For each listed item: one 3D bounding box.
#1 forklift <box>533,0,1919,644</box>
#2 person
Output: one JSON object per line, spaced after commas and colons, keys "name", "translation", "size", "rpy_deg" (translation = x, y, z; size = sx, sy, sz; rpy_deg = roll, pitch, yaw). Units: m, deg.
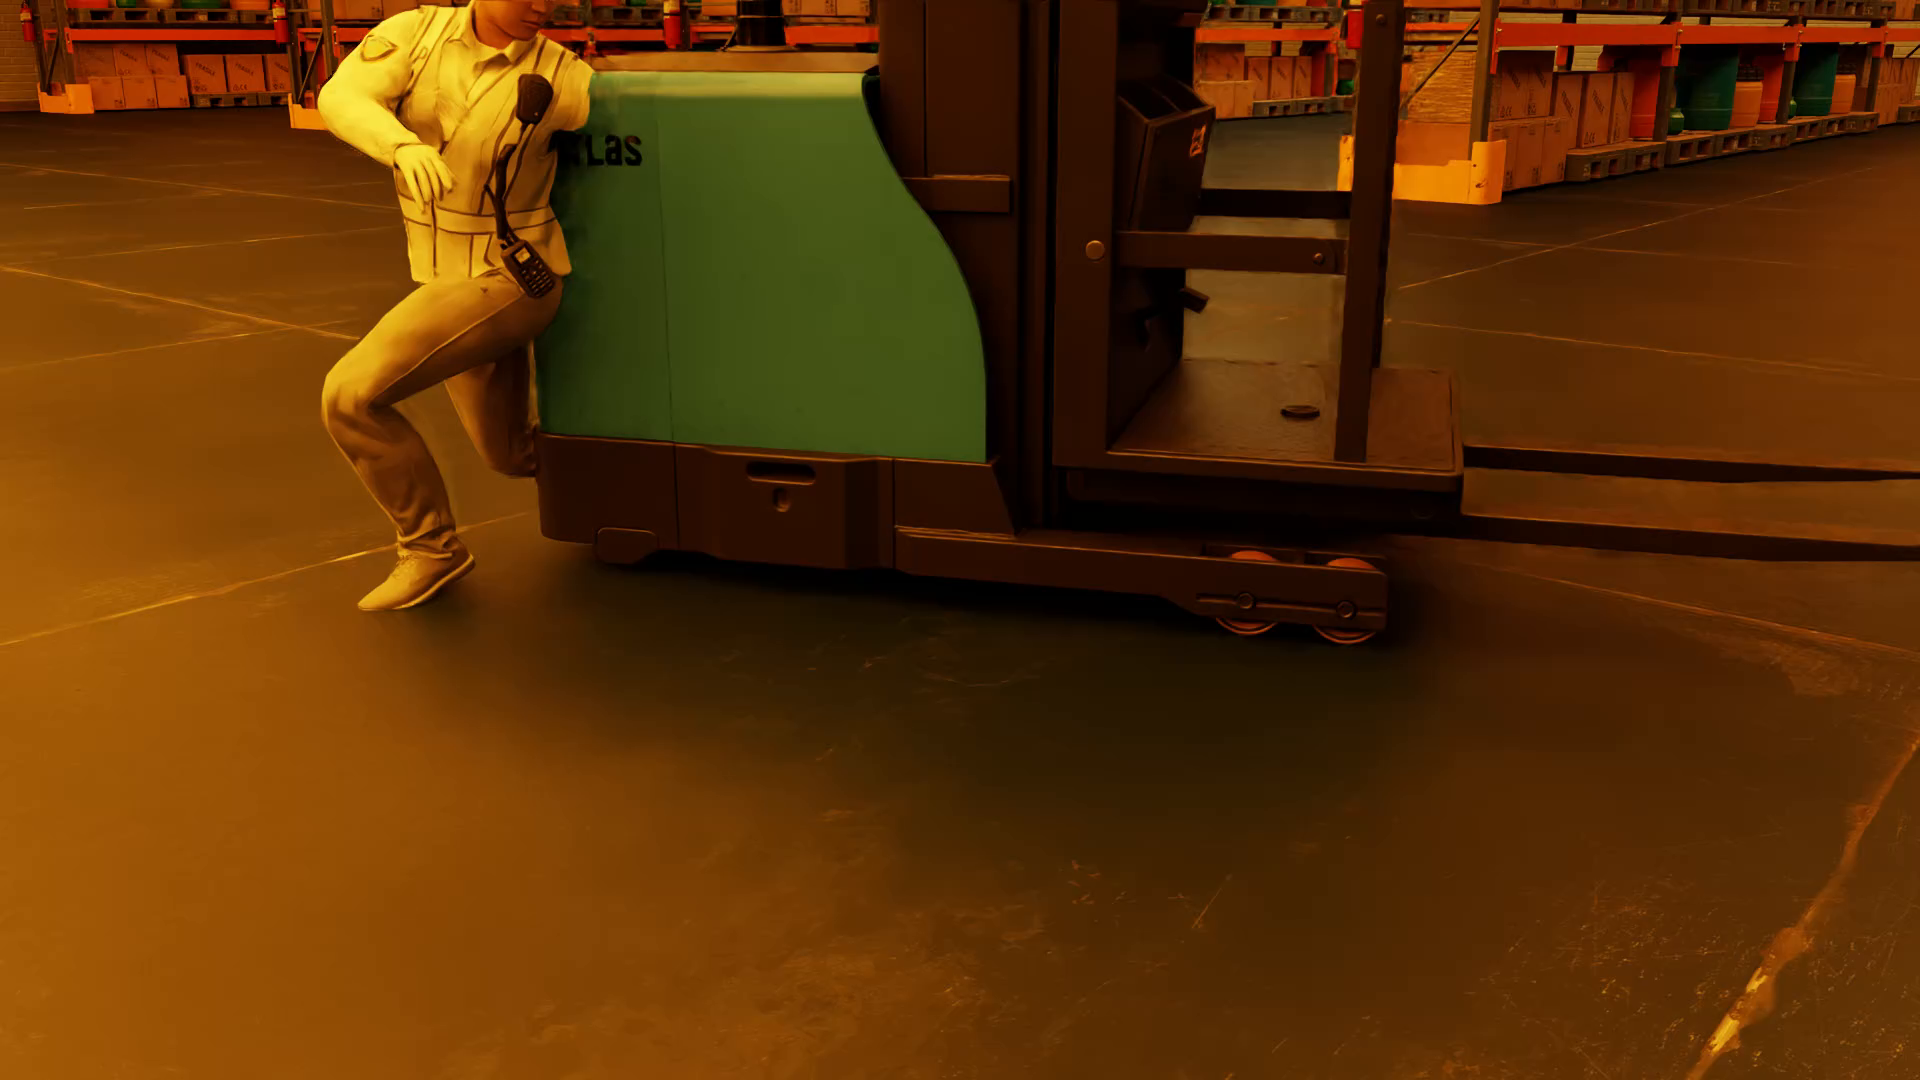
{"name": "forklift", "translation": [0.624, -1.369, 3.406], "size": [3.031, 2.935, 1.130], "rpy_deg": [5, 17, 15]}
{"name": "person", "translation": [-0.886, -0.576, 3.485], "size": [0.611, 1.434, 0.891], "rpy_deg": [15, 23, 41]}
